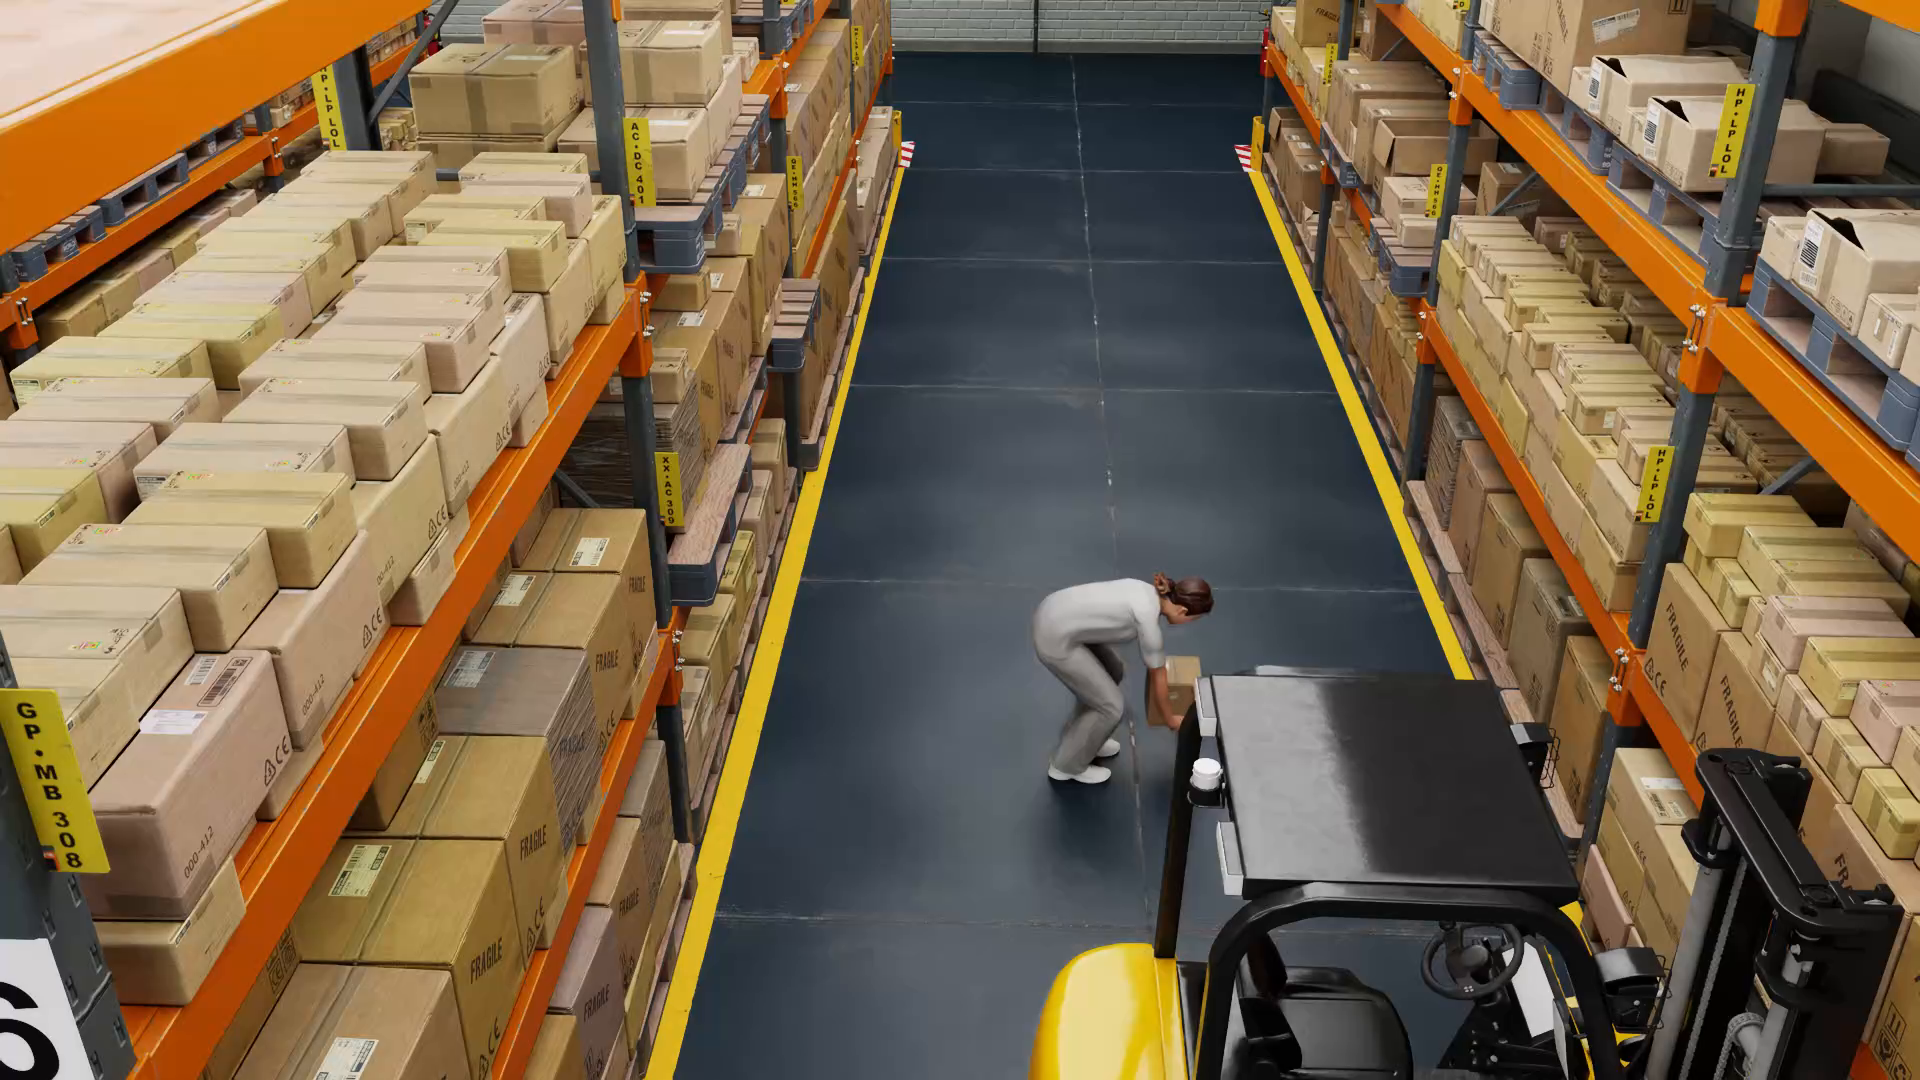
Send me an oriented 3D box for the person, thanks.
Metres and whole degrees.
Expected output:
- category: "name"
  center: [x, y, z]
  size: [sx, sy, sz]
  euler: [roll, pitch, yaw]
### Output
- category: "person"
  center: [0.769, 0.656, 8.054]
  size: [0.864, 1.054, 0.447]
  euler: [0, 28, -1]
